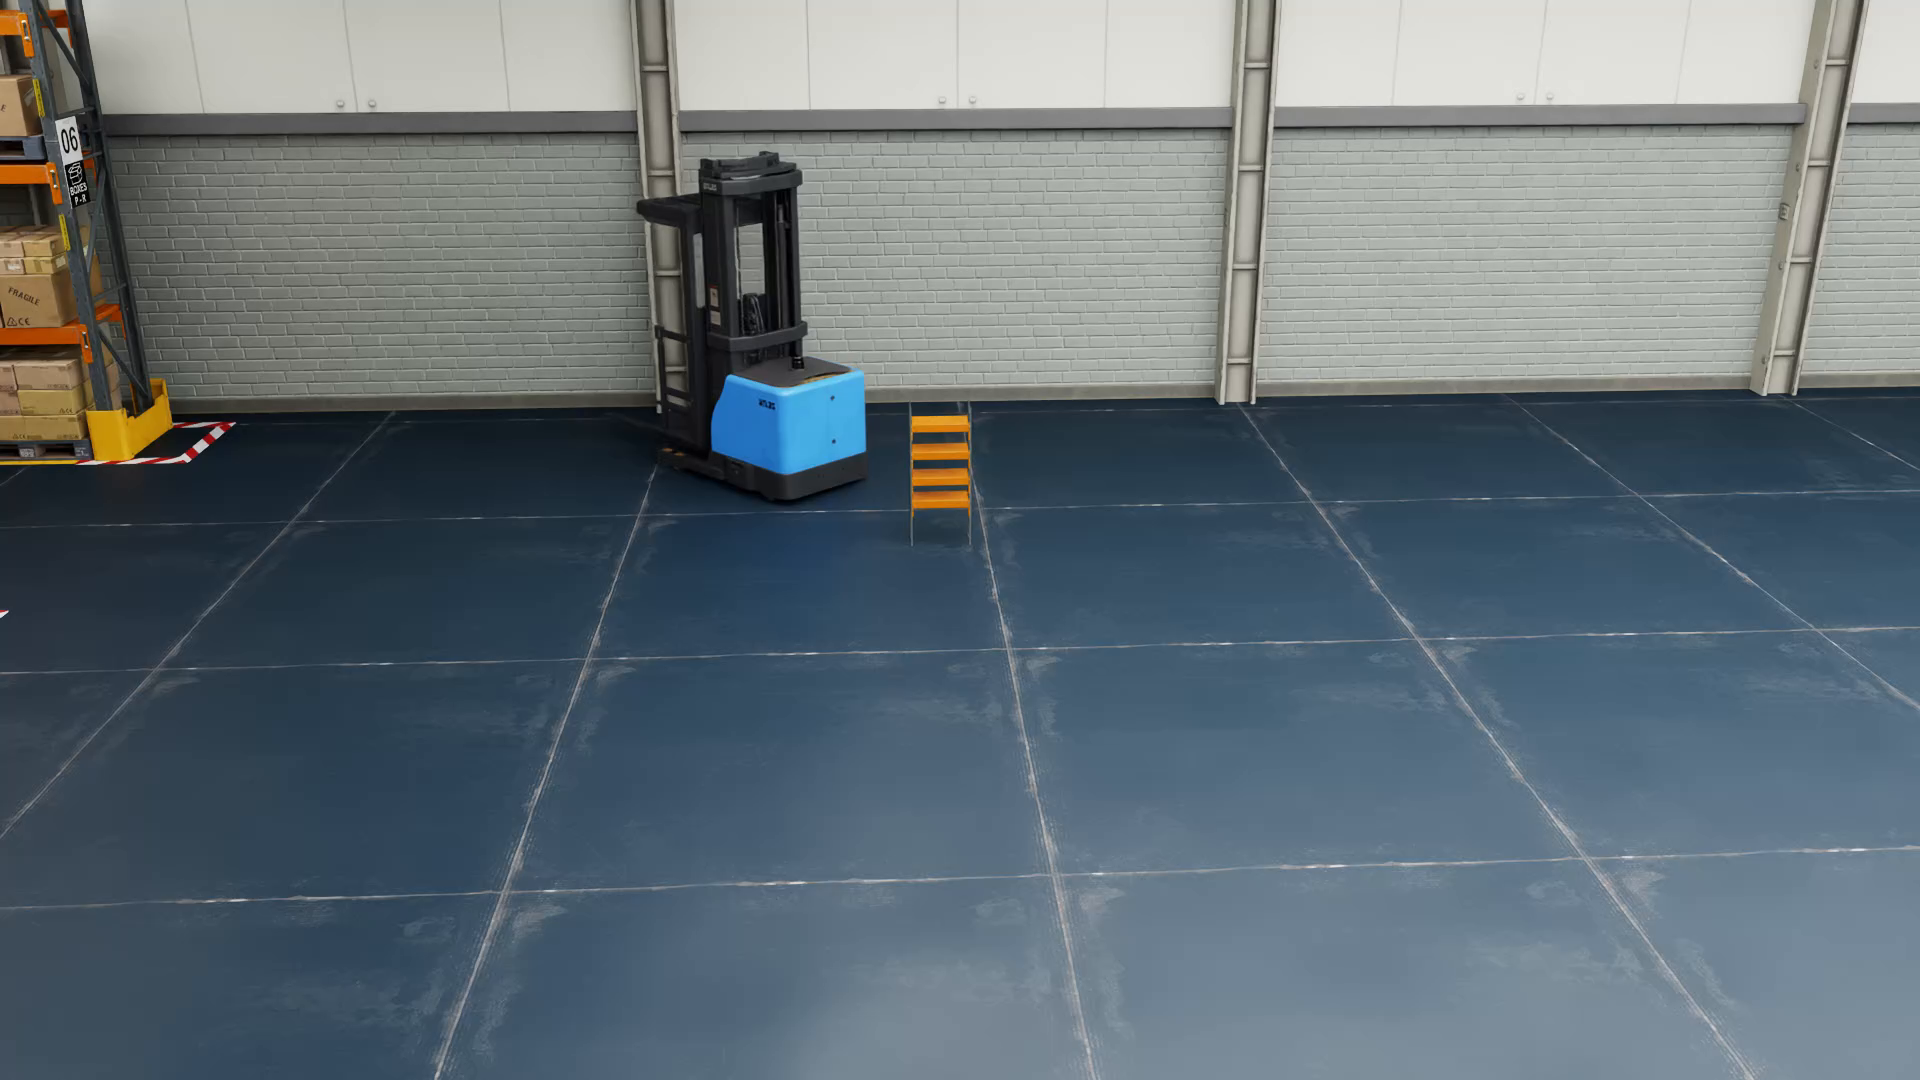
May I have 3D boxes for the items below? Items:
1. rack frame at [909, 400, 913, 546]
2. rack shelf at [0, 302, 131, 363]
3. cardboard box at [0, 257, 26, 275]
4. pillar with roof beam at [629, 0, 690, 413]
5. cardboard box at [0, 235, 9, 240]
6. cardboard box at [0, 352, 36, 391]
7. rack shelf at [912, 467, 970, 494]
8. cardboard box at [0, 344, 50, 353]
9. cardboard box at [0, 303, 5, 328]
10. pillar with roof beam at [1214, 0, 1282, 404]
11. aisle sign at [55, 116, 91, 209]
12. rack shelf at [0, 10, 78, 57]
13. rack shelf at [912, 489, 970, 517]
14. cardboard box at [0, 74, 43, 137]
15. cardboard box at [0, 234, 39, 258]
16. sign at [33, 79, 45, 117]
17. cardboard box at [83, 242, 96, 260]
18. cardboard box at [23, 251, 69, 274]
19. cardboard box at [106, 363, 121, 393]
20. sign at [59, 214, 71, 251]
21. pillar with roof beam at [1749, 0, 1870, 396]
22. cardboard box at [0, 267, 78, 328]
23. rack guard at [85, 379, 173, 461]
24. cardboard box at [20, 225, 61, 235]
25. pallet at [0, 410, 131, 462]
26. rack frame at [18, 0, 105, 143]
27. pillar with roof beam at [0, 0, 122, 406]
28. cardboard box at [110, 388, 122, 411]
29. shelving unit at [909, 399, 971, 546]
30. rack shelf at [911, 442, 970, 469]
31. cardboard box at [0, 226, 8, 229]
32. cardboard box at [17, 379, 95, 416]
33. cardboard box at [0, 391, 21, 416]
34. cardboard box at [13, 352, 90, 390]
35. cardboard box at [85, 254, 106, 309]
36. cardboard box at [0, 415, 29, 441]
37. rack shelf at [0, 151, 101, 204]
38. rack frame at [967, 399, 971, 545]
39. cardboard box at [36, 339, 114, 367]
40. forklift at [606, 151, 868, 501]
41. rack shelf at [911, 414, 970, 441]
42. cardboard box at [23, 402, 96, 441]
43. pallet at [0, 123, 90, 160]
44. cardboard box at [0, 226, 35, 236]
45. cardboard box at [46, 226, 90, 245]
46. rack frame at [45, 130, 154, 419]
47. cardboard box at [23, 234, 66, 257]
[{"bbox_3d":[-0.409,-0.552,13.817,0.015,1.200,0.240,-1,21,-3],"label":"rack frame"},{"bbox_3d":[-10.253,-1.993,16.083,4.000,0.370,1.077,-1,21,-3],"label":"rack shelf"},{"bbox_3d":[-8.840,-2.598,15.607,0.250,0.149,0.380,-1,21,-2],"label":"cardboard box"},{"bbox_3d":[-2.767,-4.072,12.101,0.400,9.000,9.100,-1,21,-3],"label":"pillar with roof beam"},{"bbox_3d":[-9.106,-2.746,15.578,0.250,0.149,0.380,-1,21,-2],"label":"cardboard box"},{"bbox_3d":[-9.207,-1.616,15.950,0.500,0.250,0.500,-1,21,-2],"label":"cardboard box"},{"bbox_3d":[-0.165,-0.494,13.854,0.480,0.148,0.258,-1,21,-3],"label":"rack shelf"},{"bbox_3d":[-9.245,-1.795,16.419,0.500,0.250,0.500,-1,21,-3],"label":"cardboard box"},{"bbox_3d":[-9.251,-2.306,15.753,0.500,0.500,0.500,-1,21,-1],"label":"cardboard box"},{"bbox_3d":[3.224,-4.194,12.421,0.400,9.000,9.100,-1,21,-3],"label":"pillar with roof beam"},{"bbox_3d":[-8.174,-3.482,15.328,0.004,0.787,0.394,-1,21,-3],"label":"aisle sign"},{"bbox_3d":[-10.253,-4.610,15.087,4.000,0.370,1.077,-1,21,-3],"label":"rack shelf"},{"bbox_3d":[-0.165,-0.309,13.925,0.480,0.148,0.258,-1,21,-3],"label":"rack shelf"},{"bbox_3d":[-8.684,-3.966,15.167,0.500,0.500,0.500,0,21,-1],"label":"cardboard box"},{"bbox_3d":[-8.846,-2.761,15.618,0.250,0.149,0.380,-1,21,-3],"label":"cardboard box"},{"bbox_3d":[-8.239,-3.956,14.877,0.005,0.325,0.100,-1,21,-3],"label":"sign"},{"bbox_3d":[-8.610,-2.805,16.152,0.250,0.149,0.380,-2,21,-4],"label":"cardboard box"},{"bbox_3d":[-8.586,-2.613,15.648,0.250,0.149,0.380,-1,21,-2],"label":"cardboard box"},{"bbox_3d":[-8.737,-1.579,16.556,0.500,0.250,0.500,-1,21,-2],"label":"cardboard box"},{"bbox_3d":[-8.239,-2.829,15.306,0.005,0.325,0.100,-1,21,-3],"label":"sign"},{"bbox_3d":[9.214,-4.316,12.741,0.400,9.000,9.100,-1,21,-3],"label":"pillar with roof beam"},{"bbox_3d":[-8.732,-2.313,15.772,0.500,0.500,0.500,-2,21,-4],"label":"cardboard box"},{"bbox_3d":[-8.232,-1.202,16.508,0.348,0.500,1.175,-1,21,-3],"label":"rack guard"},{"bbox_3d":[-8.873,-2.945,16.101,0.250,0.149,0.380,0,21,-1],"label":"cardboard box"},{"bbox_3d":[-9.017,-1.036,16.478,1.213,0.211,1.003,-1,21,-3],"label":"pallet"},{"bbox_3d":[-8.256,-5.174,14.994,0.127,3.000,1.000,-1,21,-3],"label":"rack frame"},{"bbox_3d":[-8.757,-3.950,11.781,0.400,9.000,9.100,-1,21,-3],"label":"pillar with roof beam"},{"bbox_3d":[-8.758,-1.341,16.632,0.500,0.250,0.500,-1,21,-3],"label":"cardboard box"},{"bbox_3d":[-0.165,-0.557,13.830,0.503,1.200,0.258,-1,21,-3],"label":"shelving unit"},{"bbox_3d":[-0.165,-0.704,13.774,0.480,0.148,0.258,-1,21,-3],"label":"rack shelf"},{"bbox_3d":[-9.377,-2.924,16.048,0.250,0.149,0.380,-1,21,-3],"label":"cardboard box"},{"bbox_3d":[-8.724,-1.394,16.069,0.500,0.250,0.500,-1,21,-4],"label":"cardboard box"},{"bbox_3d":[-9.225,-1.388,16.053,0.500,0.250,0.500,-1,21,-4],"label":"cardboard box"},{"bbox_3d":[-8.698,-1.628,15.983,0.500,0.250,0.500,0,21,-1],"label":"cardboard box"},{"bbox_3d":[-8.766,-2.505,16.276,0.500,0.500,0.500,0,21,-1],"label":"cardboard box"},{"bbox_3d":[-9.204,-1.153,16.139,0.500,0.250,0.500,-1,21,-3],"label":"cardboard box"},{"bbox_3d":[-10.253,-3.395,15.549,4.000,0.370,1.077,-1,21,-3],"label":"rack shelf"},{"bbox_3d":[0.078,-0.562,13.843,0.015,1.200,0.240,-1,21,-3],"label":"rack frame"},{"bbox_3d":[-8.747,-1.806,16.449,0.500,0.250,0.500,-1,21,-4],"label":"cardboard box"},{"bbox_3d":[-2.260,-2.149,15.578,3.031,2.935,1.130,19,28,41],"label":"forklift"},{"bbox_3d":[-0.165,-0.925,13.690,0.480,0.148,0.258,-1,21,-3],"label":"rack shelf"},{"bbox_3d":[-8.707,-1.159,16.156,0.500,0.250,0.500,-1,21,-3],"label":"cardboard box"},{"bbox_3d":[-8.963,-3.725,15.530,1.213,0.211,1.003,-1,21,-3],"label":"pallet"},{"bbox_3d":[-9.130,-2.924,16.047,0.250,0.149,0.380,-1,21,-2],"label":"cardboard box"},{"bbox_3d":[-8.604,-2.928,16.057,0.250,0.149,0.380,-2,21,-4],"label":"cardboard box"},{"bbox_3d":[-8.256,-2.370,16.062,0.127,3.000,1.000,-1,21,-3],"label":"rack frame"},{"bbox_3d":[-8.602,-2.777,15.660,0.250,0.149,0.380,-1,21,-3],"label":"cardboard box"}]
